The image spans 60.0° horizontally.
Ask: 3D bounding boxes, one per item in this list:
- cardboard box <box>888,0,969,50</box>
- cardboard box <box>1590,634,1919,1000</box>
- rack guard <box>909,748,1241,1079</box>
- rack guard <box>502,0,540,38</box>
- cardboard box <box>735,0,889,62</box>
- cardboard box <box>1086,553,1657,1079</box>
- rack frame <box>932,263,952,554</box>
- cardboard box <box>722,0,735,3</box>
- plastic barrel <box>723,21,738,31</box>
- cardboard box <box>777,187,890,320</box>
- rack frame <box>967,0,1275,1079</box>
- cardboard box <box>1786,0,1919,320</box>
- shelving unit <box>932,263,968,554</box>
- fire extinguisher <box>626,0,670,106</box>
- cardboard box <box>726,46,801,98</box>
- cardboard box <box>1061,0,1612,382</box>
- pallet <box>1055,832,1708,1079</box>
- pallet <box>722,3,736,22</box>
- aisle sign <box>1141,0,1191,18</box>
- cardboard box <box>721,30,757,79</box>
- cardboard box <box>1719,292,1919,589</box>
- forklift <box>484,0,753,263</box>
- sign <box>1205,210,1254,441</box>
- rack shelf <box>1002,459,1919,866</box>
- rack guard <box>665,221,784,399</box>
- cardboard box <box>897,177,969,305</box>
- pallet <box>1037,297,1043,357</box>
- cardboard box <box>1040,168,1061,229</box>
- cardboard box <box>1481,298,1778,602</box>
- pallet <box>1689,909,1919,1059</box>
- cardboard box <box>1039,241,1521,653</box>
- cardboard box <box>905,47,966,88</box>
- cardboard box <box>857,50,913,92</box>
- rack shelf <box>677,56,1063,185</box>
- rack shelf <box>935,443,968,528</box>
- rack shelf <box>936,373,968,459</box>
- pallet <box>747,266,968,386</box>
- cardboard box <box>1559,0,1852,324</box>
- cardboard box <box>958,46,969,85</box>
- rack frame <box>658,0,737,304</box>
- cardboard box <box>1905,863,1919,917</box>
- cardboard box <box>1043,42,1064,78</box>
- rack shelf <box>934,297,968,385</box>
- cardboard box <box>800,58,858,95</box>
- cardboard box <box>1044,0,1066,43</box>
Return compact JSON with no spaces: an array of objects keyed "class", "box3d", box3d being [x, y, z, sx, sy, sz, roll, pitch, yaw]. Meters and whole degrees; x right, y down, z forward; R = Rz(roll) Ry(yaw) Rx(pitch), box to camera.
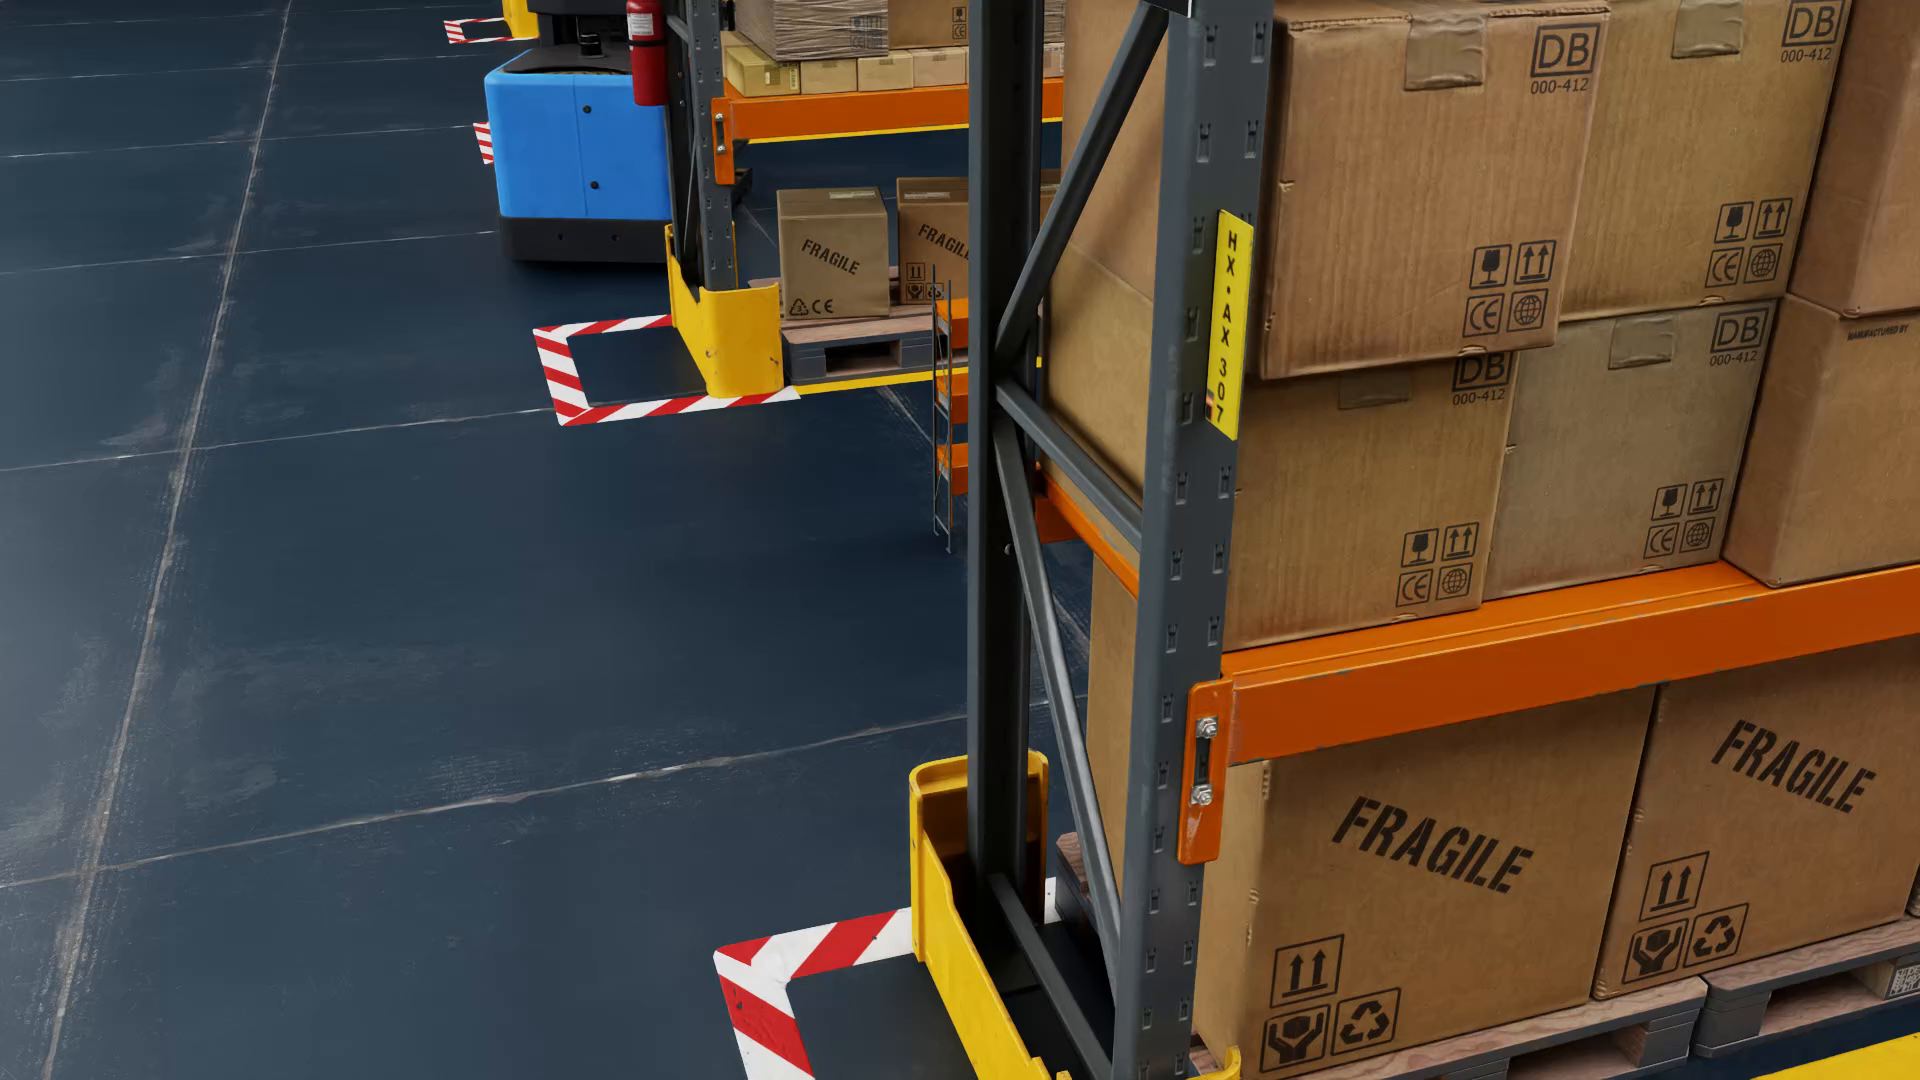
[{"class":"cardboard box","box3d":[-0.242,-2.599,7.665,0.500,0.500,0.875,-8,28,-16]},{"class":"cardboard box","box3d":[1.689,0.394,4.000,0.875,0.875,0.875,-9,28,-17]},{"class":"rack guard","box3d":[0.206,0.997,3.680,0.348,0.500,1.175,-8,28,-16]},{"class":"rack guard","box3d":[-4.298,-5.303,16.370,0.348,0.500,1.175,-8,28,-16]},{"class":"cardboard box","box3d":[-0.680,-2.479,7.424,0.500,0.500,0.875,-8,28,-16]},{"class":"cardboard box","box3d":[0.853,0.516,3.754,0.875,0.875,0.875,-8,28,-16]},{"class":"rack frame","box3d":[-0.065,-0.461,5.998,0.008,1.050,0.200,-8,28,-16]},{"class":"cardboard box","box3d":[-2.270,-5.568,16.713,0.500,0.250,0.500,-8,28,-16]},{"class":"plastic barrel","box3d":[-1.666,-3.597,12.448,0.421,0.512,0.421,0,26,0]},{"class":"cardboard box","box3d":[-0.612,-1.385,8.004,0.500,0.500,0.500,-3,27,-7]},{"class":"rack frame","box3d":[0.228,-0.126,3.131,0.127,3.000,1.000,-8,28,-16]},{"class":"cardboard box","box3d":[1.662,-0.846,3.198,0.550,0.550,0.875,-8,28,-16]},{"class":"shelving unit","box3d":[0.051,-0.478,6.031,0.252,1.050,0.215,-8,28,-16]},{"class":"fire extinguisher","box3d":[-1.463,-2.382,7.761,0.183,0.674,0.296,-8,28,-16]},{"class":"cardboard box","box3d":[-0.867,-2.063,7.315,0.250,0.149,0.380,-8,28,-16]},{"class":"cardboard box","box3d":[0.593,-0.712,2.927,0.550,0.550,0.875,-8,28,-16]},{"class":"pallet","box3d":[0.965,0.980,4.039,1.213,0.211,1.003,-8,28,-16]},{"class":"pallet","box3d":[-2.403,-5.467,17.024,1.213,0.211,1.003,-8,28,-16]},{"class":"aisle sign","box3d":[0.254,-1.154,2.277,0.004,0.787,0.394,-8,28,-16]},{"class":"cardboard box","box3d":[-1.004,-2.251,7.694,0.250,0.149,0.380,-8,28,-16]},{"class":"cardboard box","box3d":[1.655,-0.372,3.458,0.550,0.550,0.875,-8,28,-16]},{"class":"forklift","box3d":[-1.924,-3.455,9.914,1.130,2.935,3.031,2,26,4]},{"class":"sign","box3d":[0.395,-0.314,2.446,0.005,0.325,0.100,-8,28,-16]},{"class":"rack shelf","box3d":[2.130,-0.079,3.845,4.000,0.370,1.077,-8,28,-16]},{"class":"rack guard","box3d":[-1.139,-1.128,7.960,0.348,0.500,1.175,-8,28,-16]},{"class":"cardboard box","box3d":[-0.055,-1.481,8.199,0.500,0.500,0.500,-1,26,-3]},{"class":"pallet","box3d":[0.802,-1.262,8.554,1.213,0.211,1.003,-8,28,-16]},{"class":"cardboard box","box3d":[0.546,-1.560,8.357,0.500,0.500,0.500,-6,27,-11]},{"class":"cardboard box","box3d":[1.083,-0.348,3.410,0.550,0.550,0.875,-8,28,-16]},{"class":"pallet","box3d":[2.123,0.813,4.374,1.213,0.211,1.003,-8,28,-16]},{"class":"cardboard box","box3d":[0.567,-0.264,3.239,0.550,0.550,0.875,-8,28,-16]},{"class":"cardboard box","box3d":[-0.149,-2.161,7.511,0.250,0.149,0.380,-8,28,-16]},{"class":"cardboard box","box3d":[-0.381,-2.117,7.424,0.250,0.149,0.380,-8,28,-16]},{"class":"rack shelf","box3d":[0.690,-2.190,8.098,4.000,0.370,1.077,-8,28,-16]},{"class":"rack shelf","box3d":[0.051,-0.219,6.160,0.240,0.259,0.215,-8,28,-16]},{"class":"rack shelf","box3d":[0.051,-0.468,6.036,0.240,0.259,0.215,-8,28,-16]},{"class":"pallet","box3d":[-0.356,-1.096,8.219,1.213,0.211,1.003,-8,28,-16]},{"class":"cardboard box","box3d":[1.088,-0.826,3.158,0.550,0.550,0.875,-8,28,-16]},{"class":"cardboard box","box3d":[0.091,-2.192,7.575,0.250,0.149,0.380,-8,28,-16]},{"class":"rack frame","box3d":[-1.211,-2.237,7.383,0.127,3.000,1.000,-8,28,-16]},{"class":"cardboard box","box3d":[2.556,0.269,4.251,0.875,0.875,0.875,-8,28,-16]},{"class":"cardboard box","box3d":[0.320,-2.238,7.667,0.250,0.149,0.380,-8,28,-16]},{"class":"rack shelf","box3d":[0.051,-0.722,5.910,0.240,0.259,0.215,-8,28,-16]},{"class":"cardboard box","box3d":[-0.623,-2.089,7.368,0.250,0.149,0.380,-8,28,-16]},{"class":"cardboard box","box3d":[0.247,-2.649,7.766,0.500,0.500,0.875,-8,28,-16]}]
